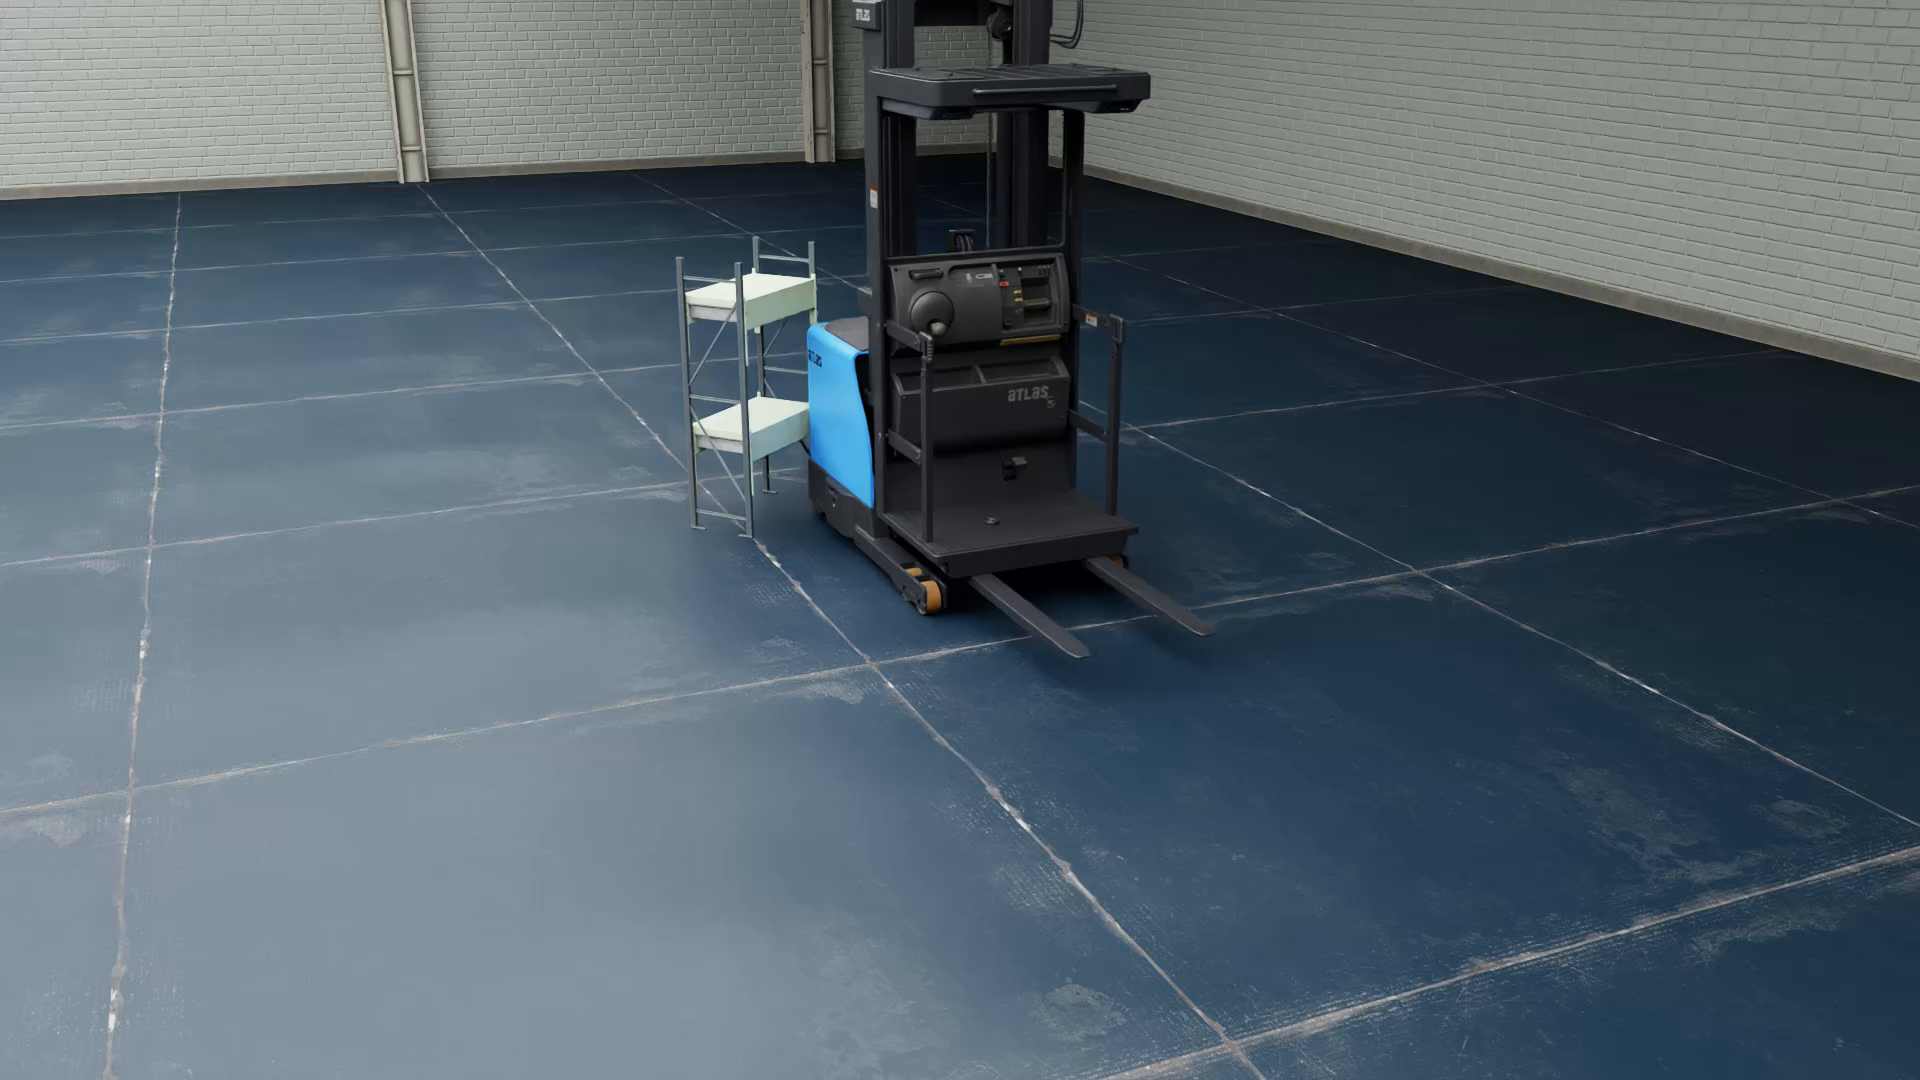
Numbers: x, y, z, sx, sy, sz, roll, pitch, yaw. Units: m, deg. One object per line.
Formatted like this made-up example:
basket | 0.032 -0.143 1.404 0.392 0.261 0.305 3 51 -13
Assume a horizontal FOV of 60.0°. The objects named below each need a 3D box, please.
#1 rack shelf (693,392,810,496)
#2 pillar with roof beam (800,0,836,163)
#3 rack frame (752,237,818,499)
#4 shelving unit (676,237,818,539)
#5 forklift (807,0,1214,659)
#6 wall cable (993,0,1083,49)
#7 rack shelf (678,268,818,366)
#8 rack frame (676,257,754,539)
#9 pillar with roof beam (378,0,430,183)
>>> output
rack shelf | -1.143 -0.549 9.303 0.431 0.370 0.720 9 21 25
pillar with roof beam | -0.442 -8.752 20.328 0.400 9.000 9.100 -8 21 -22
rack frame | -0.981 -0.965 9.505 0.400 1.500 0.023 9 21 25
shelving unit | -1.143 -0.856 9.195 0.431 1.500 0.755 9 21 25
forklift | 0.192 -1.184 7.972 1.130 2.935 3.031 -8 21 -22
wall cable | 1.082 -8.584 24.528 0.112 2.526 3.097 -8 21 -22
rack shelf | -1.143 -1.224 9.066 0.431 0.370 0.720 9 21 25
rack frame | -1.305 -0.747 8.886 0.400 1.500 0.023 9 21 25
pillar with roof beam | -5.951 -7.962 18.086 0.400 9.000 9.100 -8 21 -22
